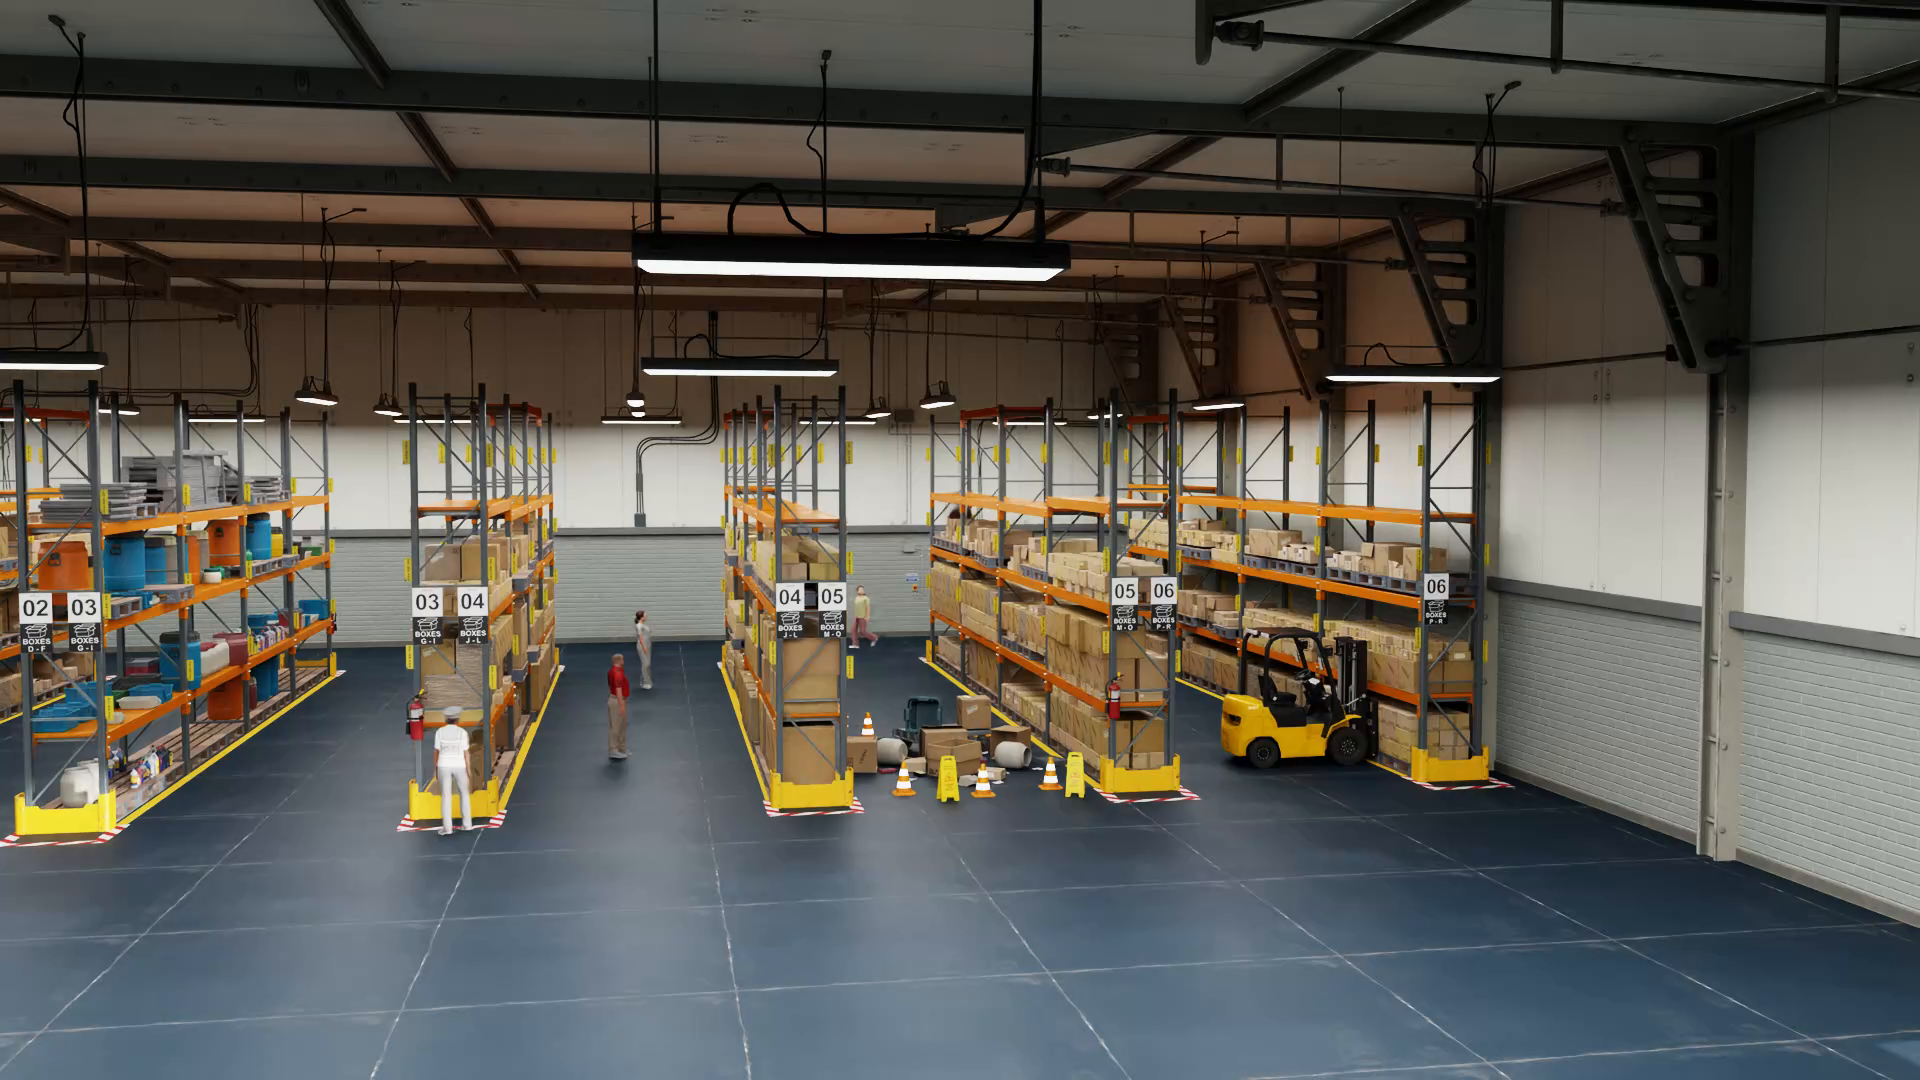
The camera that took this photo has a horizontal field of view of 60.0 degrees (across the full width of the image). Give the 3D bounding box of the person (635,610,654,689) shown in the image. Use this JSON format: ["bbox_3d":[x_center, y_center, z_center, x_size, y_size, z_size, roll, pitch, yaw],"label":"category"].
[{"bbox_3d":[-6.772,2.378,36.012,0.550,1.711,0.461,1,3,20],"label":"person"}]

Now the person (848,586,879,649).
[{"bbox_3d":[-2.537,1.996,43.076,0.813,1.623,0.482,-2,4,-36],"label":"person"}]

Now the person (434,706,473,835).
[{"bbox_3d":[-6.709,3.042,22.037,0.480,1.698,0.496,0,3,-8],"label":"person"}]

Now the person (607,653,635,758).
[{"bbox_3d":[-5.633,2.764,27.616,0.449,1.768,0.625,-1,3,-11],"label":"person"}]
